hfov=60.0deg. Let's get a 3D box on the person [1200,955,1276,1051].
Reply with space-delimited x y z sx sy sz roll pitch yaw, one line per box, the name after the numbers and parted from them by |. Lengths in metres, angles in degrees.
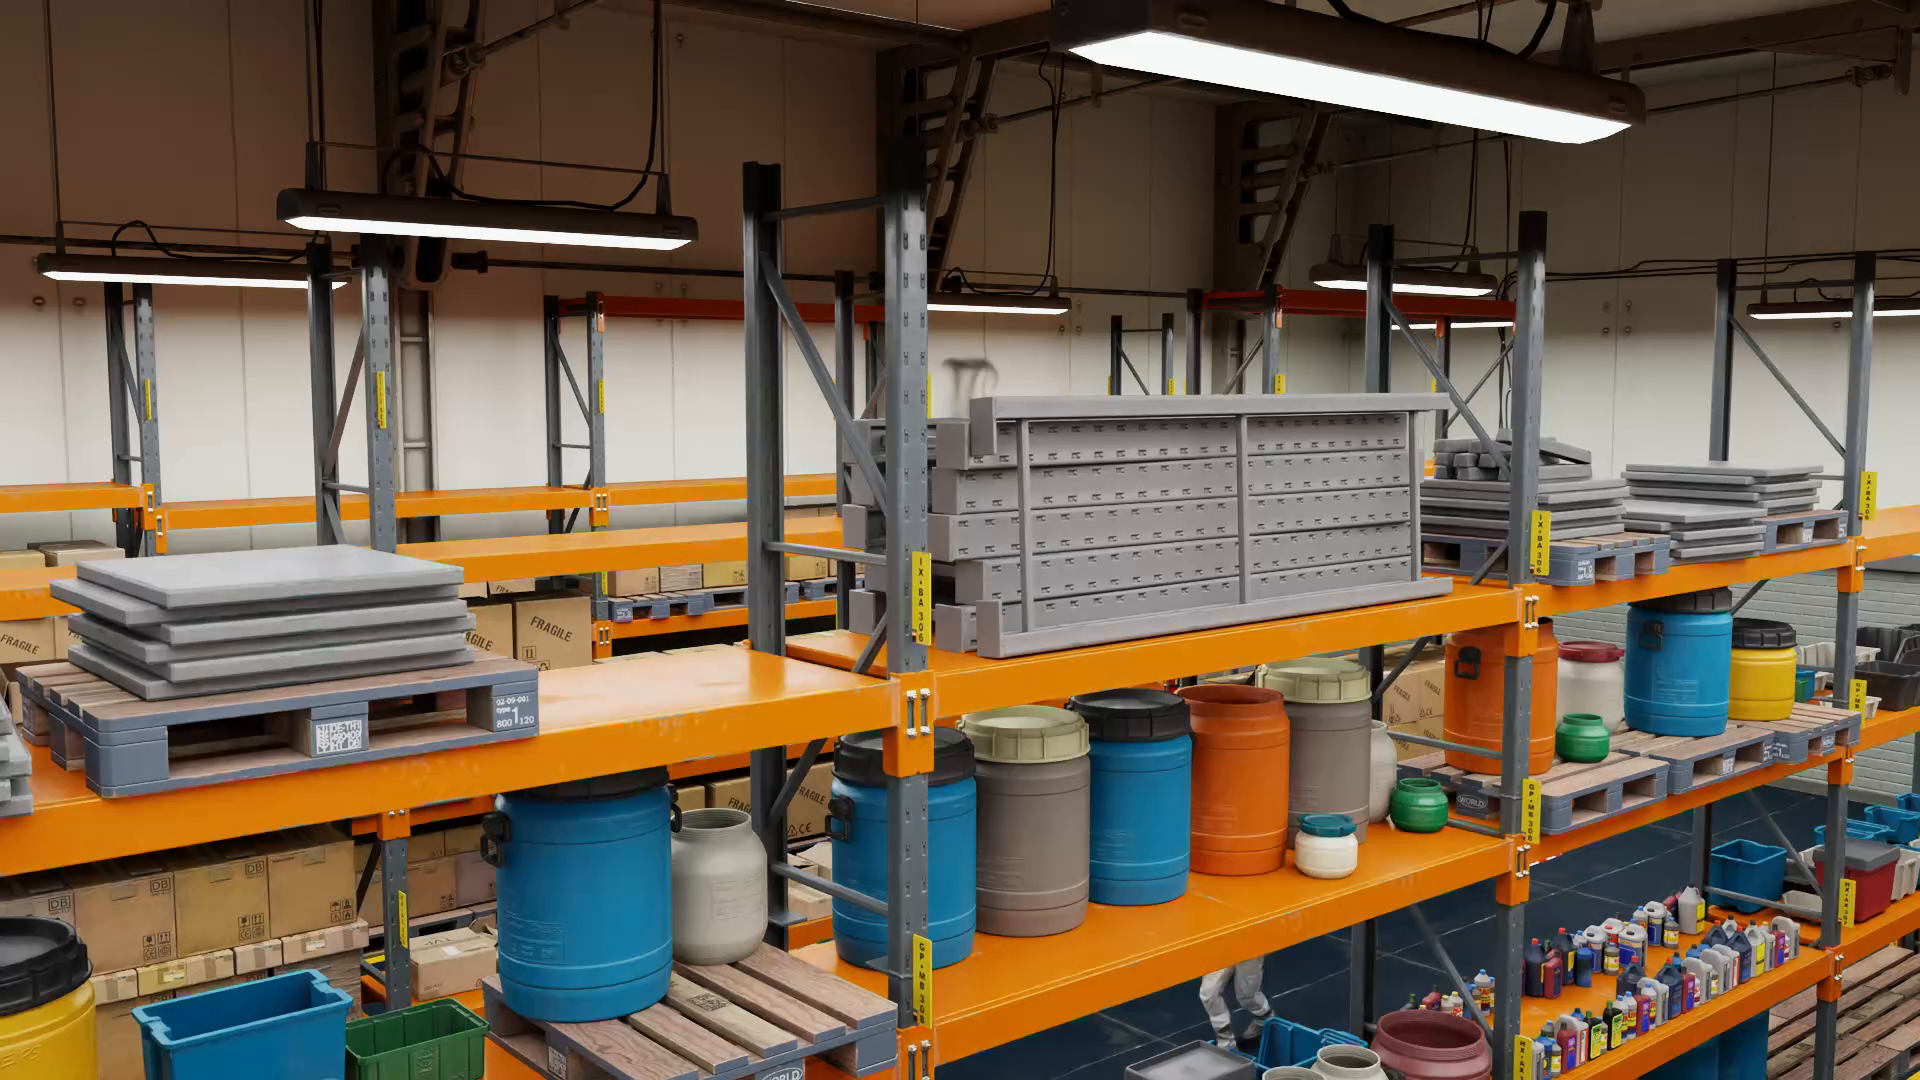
2.178 3.116 12.636 0.869 1.741 0.687 -4 7 -35 | person
